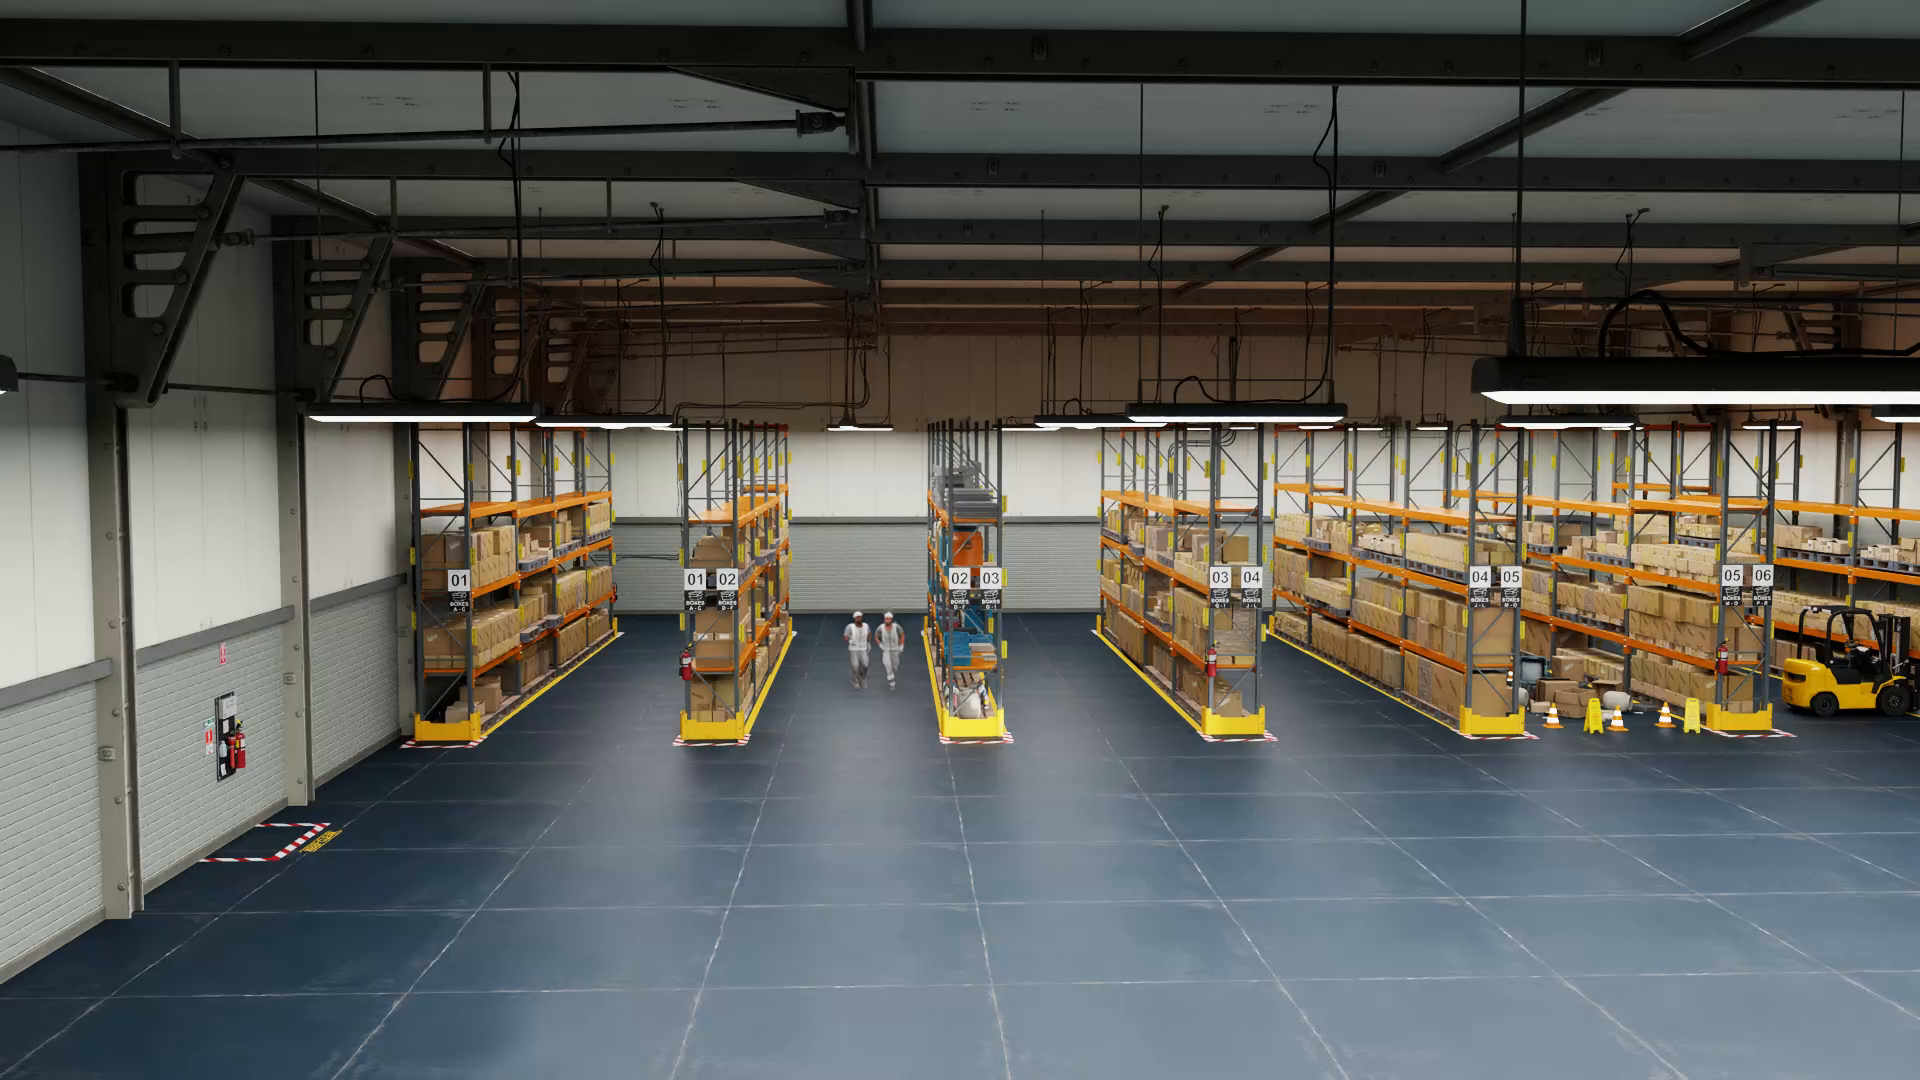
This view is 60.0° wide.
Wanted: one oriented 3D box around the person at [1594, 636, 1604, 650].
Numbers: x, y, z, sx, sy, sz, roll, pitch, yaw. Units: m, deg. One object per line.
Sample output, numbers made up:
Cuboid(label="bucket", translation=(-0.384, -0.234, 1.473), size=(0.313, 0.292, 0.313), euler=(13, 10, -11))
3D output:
Cuboid(label="person", translation=(16.840, 2.062, 43.722), size=(0.686, 1.722, 0.560), euler=(0, 4, -6))

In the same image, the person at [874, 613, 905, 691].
Cuboid(label="person", translation=(-1.584, 2.485, 37.339), size=(0.685, 1.750, 0.761), euler=(-1, 4, -8))

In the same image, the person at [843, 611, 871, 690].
Cuboid(label="person", translation=(-2.267, 2.472, 37.035), size=(0.661, 1.770, 0.651), euler=(-1, 4, -16))
